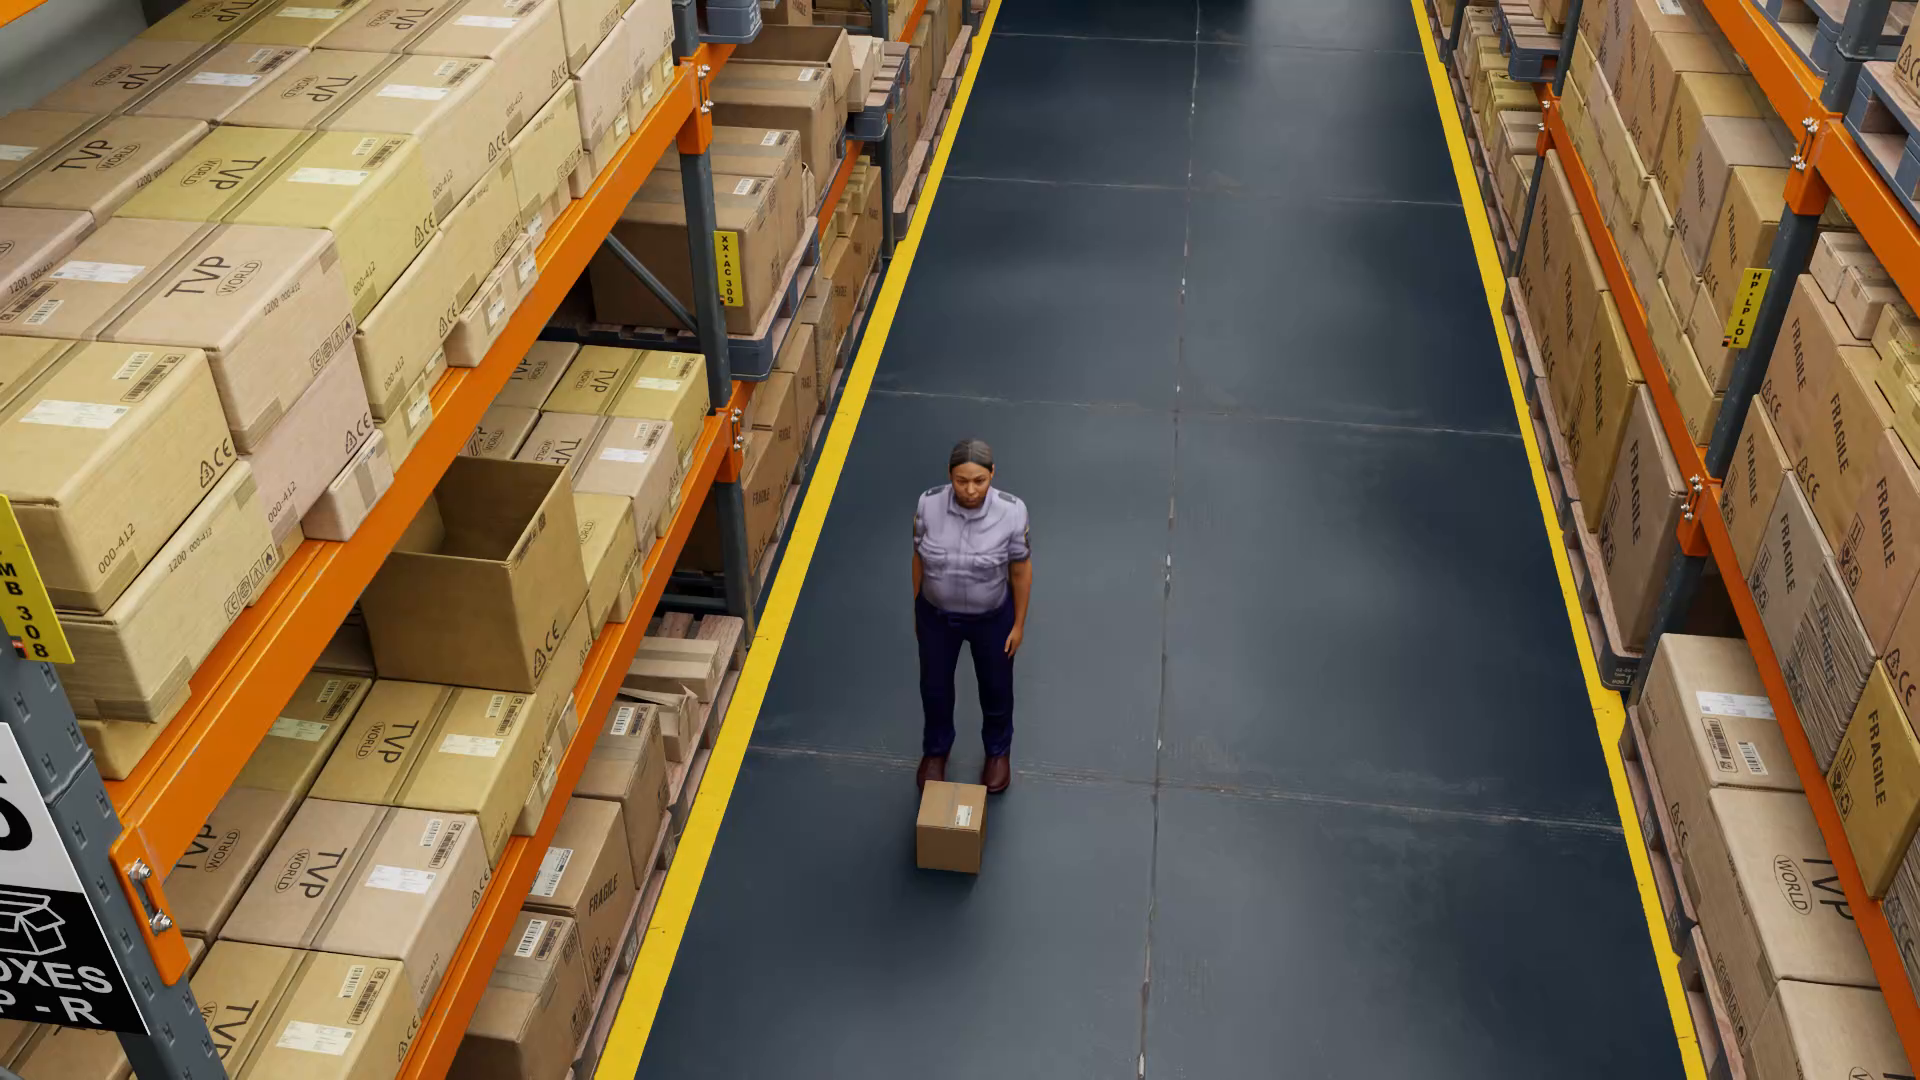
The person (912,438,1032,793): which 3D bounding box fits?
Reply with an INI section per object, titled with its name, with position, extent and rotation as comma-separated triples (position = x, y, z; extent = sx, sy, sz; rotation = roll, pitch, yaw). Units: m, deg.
[person]
position = 0.041, 0.323, 6.623
extent = 0.473, 1.668, 0.355
rotation = 5, 37, 7
